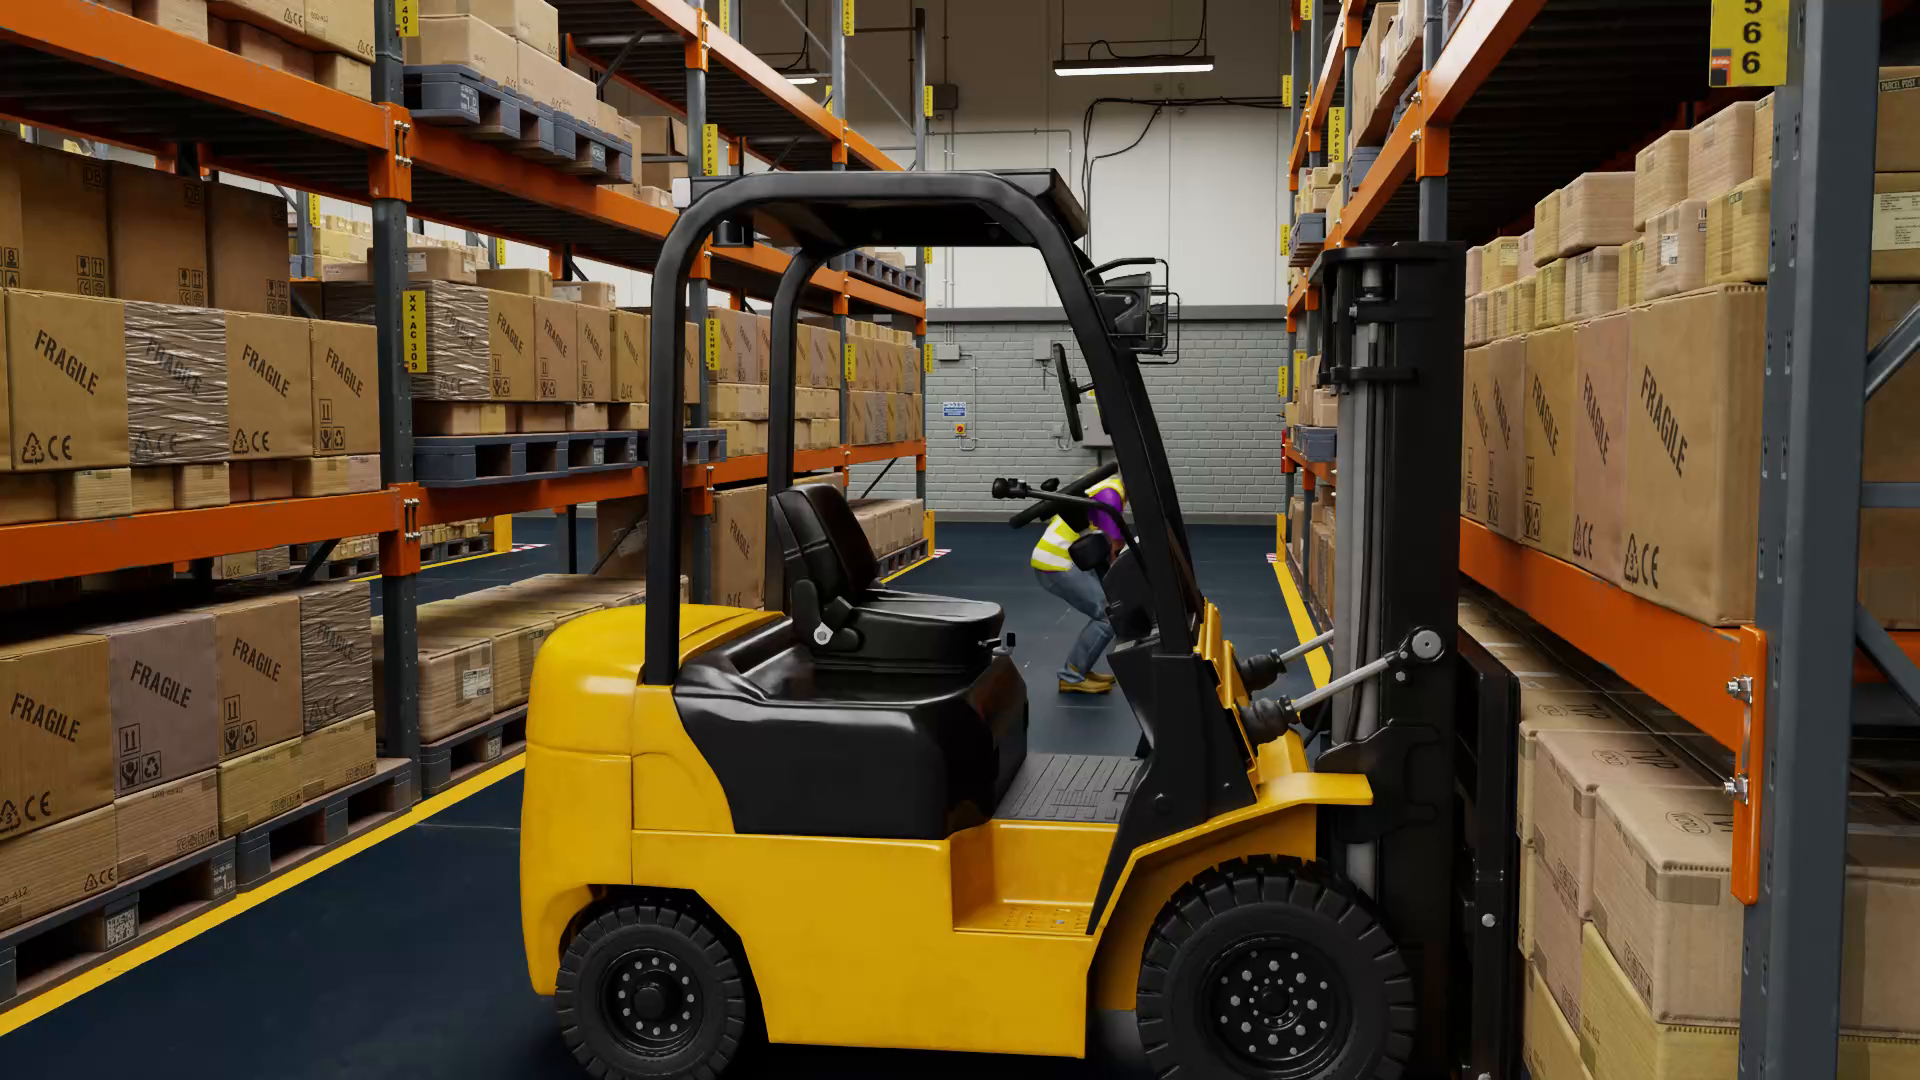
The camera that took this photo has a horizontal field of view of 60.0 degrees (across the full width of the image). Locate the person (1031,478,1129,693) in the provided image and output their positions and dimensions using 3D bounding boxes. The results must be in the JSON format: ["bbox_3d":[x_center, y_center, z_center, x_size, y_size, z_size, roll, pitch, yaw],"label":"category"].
[{"bbox_3d":[0.807,0.181,9.699,0.777,1.376,0.632,1,4,9],"label":"person"}]
